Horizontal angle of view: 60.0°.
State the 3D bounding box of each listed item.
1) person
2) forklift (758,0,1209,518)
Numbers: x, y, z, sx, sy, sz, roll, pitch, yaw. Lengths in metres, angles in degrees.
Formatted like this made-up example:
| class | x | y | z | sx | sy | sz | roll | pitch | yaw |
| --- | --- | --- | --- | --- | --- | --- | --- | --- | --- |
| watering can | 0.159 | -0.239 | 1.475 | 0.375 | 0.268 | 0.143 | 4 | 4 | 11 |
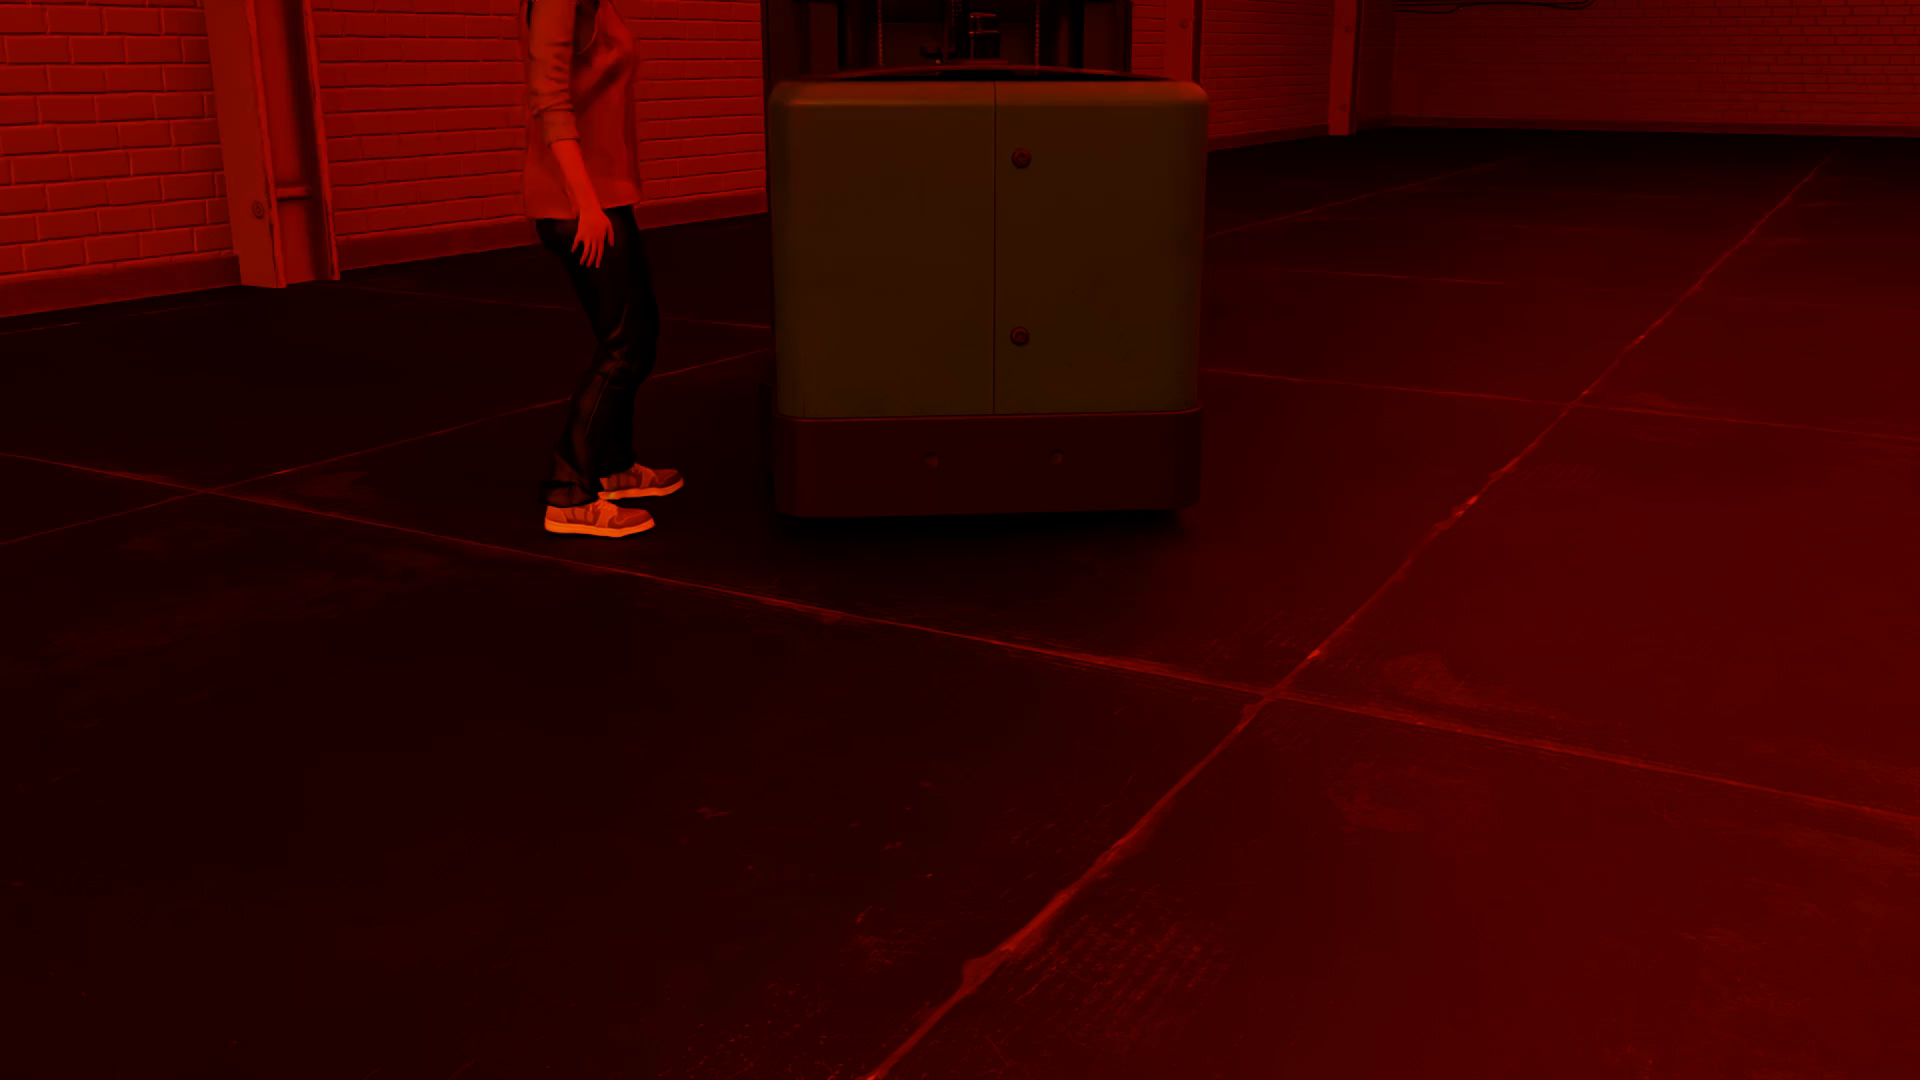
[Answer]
| class | x | y | z | sx | sy | sz | roll | pitch | yaw |
| --- | --- | --- | --- | --- | --- | --- | --- | --- | --- |
| person | -0.873 | -0.796 | 3.978 | 0.354 | 1.567 | 0.653 | -3 | 17 | -9 |
| forklift | -0.063 | -1.825 | 5.049 | 1.130 | 2.935 | 3.031 | -2 | 16 | -5 |
